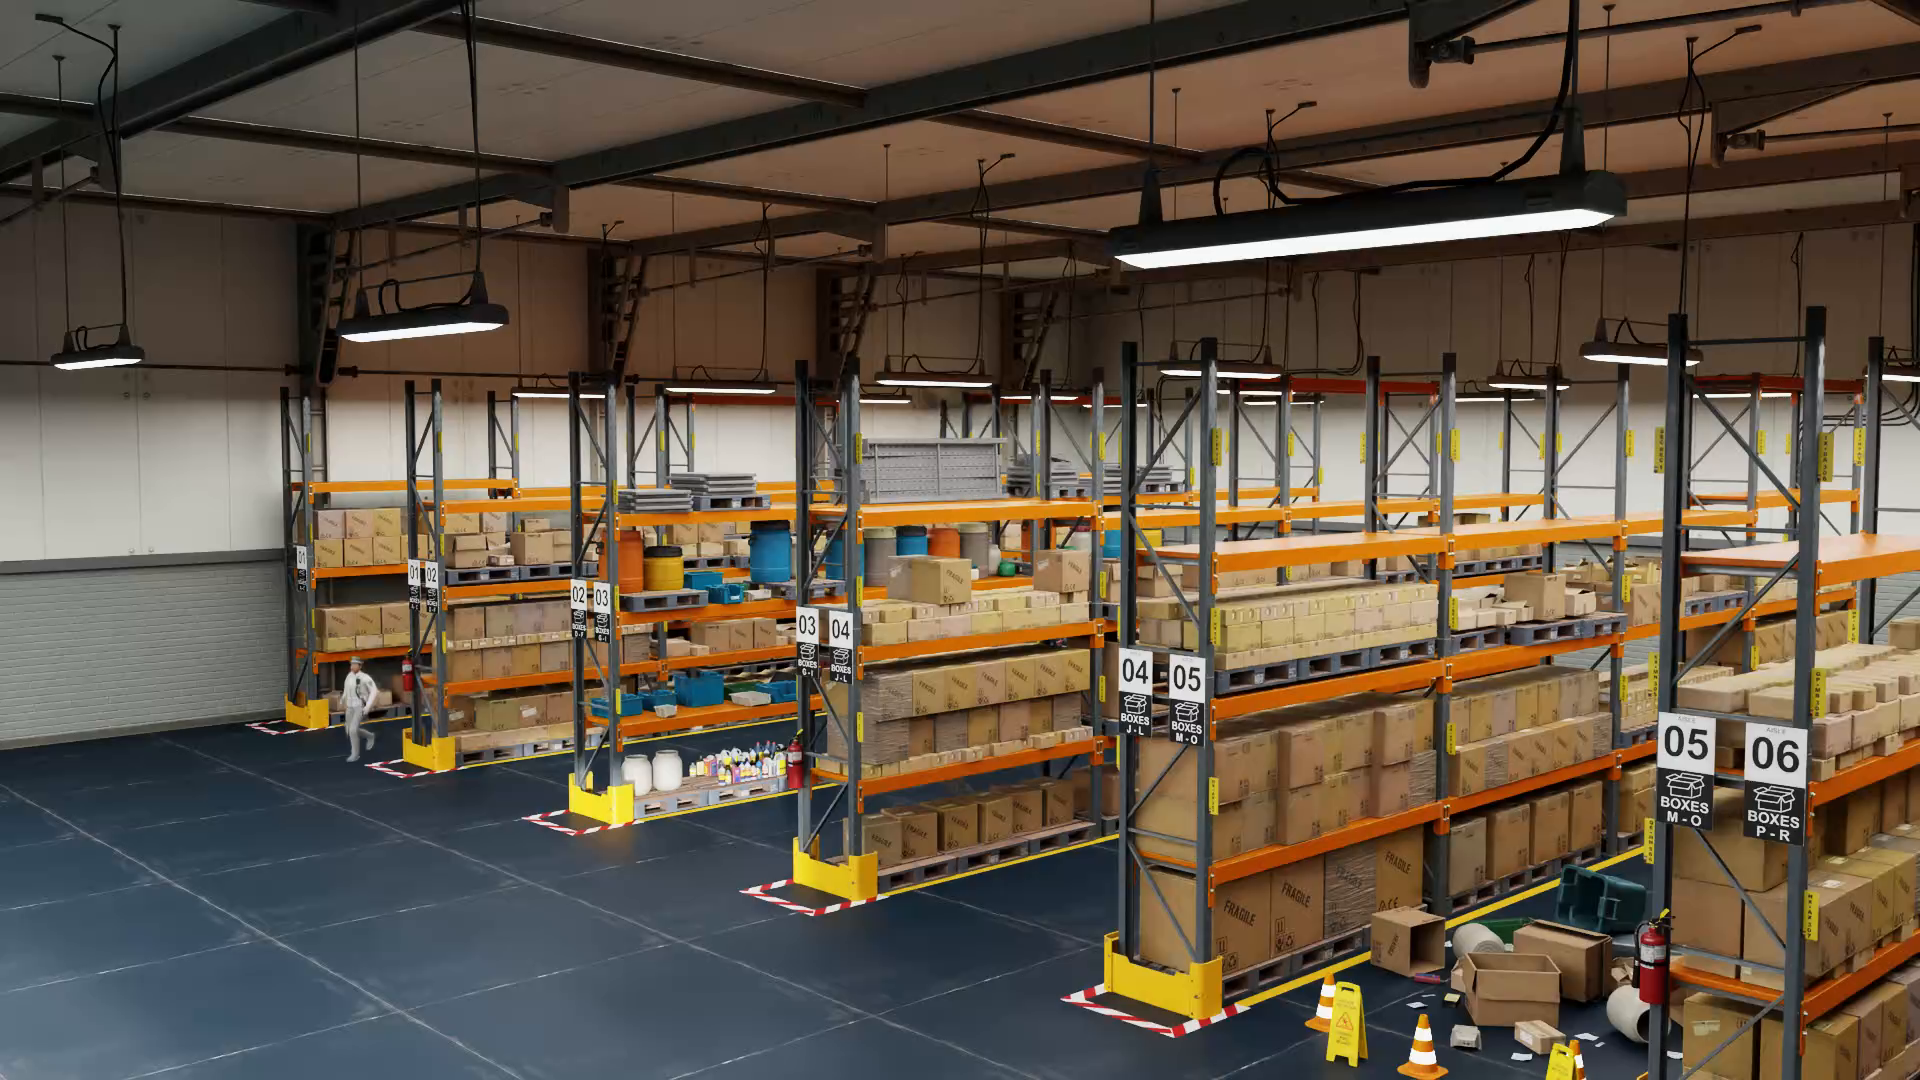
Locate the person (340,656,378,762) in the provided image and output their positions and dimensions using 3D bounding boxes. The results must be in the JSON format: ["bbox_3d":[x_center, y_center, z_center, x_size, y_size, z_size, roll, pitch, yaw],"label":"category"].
[{"bbox_3d":[-9.553,2.660,26.450,0.657,1.675,0.611,2,4,28],"label":"person"}]

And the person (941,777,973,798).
[{"bbox_3d":[-0.058,2.881,22.441,0.757,1.643,0.645,-3,5,-40],"label":"person"}]
